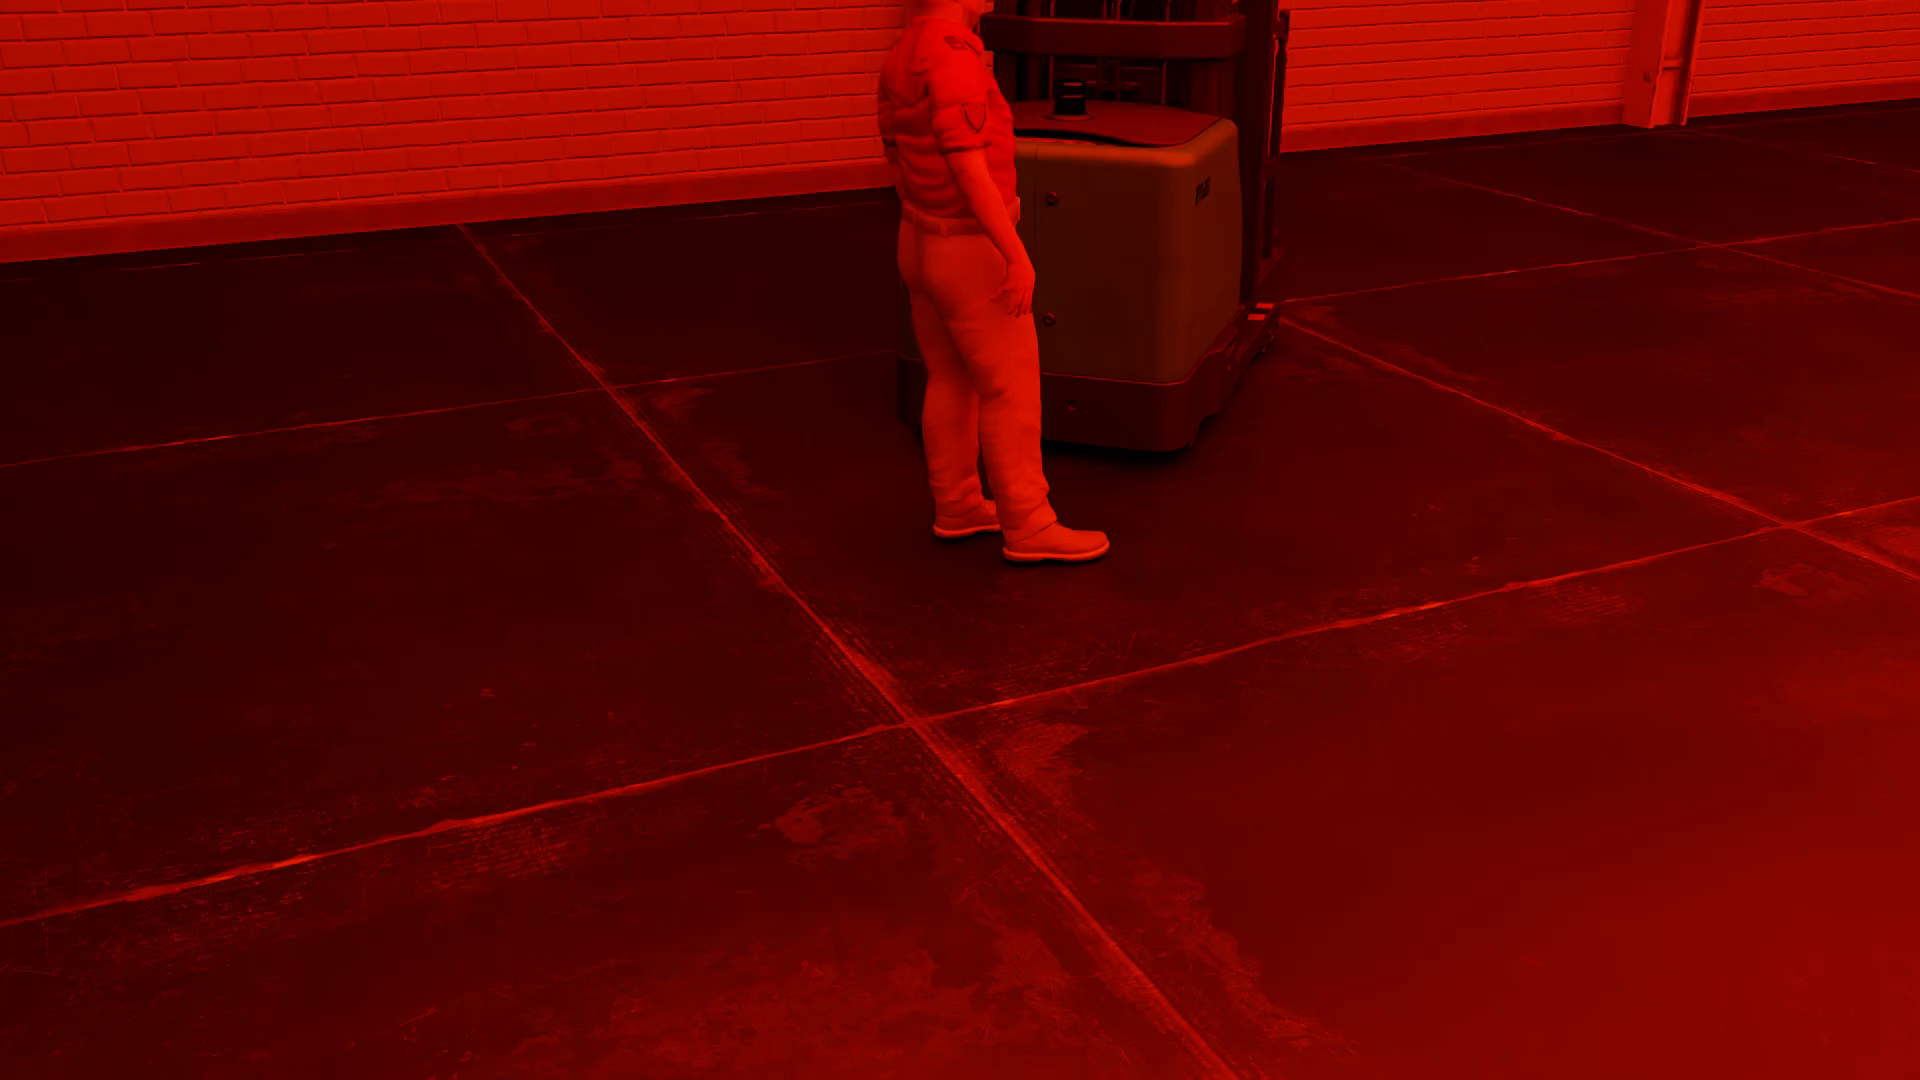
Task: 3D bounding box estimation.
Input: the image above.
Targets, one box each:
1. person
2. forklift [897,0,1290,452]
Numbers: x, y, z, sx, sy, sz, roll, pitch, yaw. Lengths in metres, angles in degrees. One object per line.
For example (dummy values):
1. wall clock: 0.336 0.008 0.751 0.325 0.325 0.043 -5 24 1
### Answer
1. person: 0.087 -0.820 4.810 0.535 1.726 0.661 -10 25 -23
2. forklift: 0.749 -2.187 6.552 1.130 2.935 3.031 8 24 18
